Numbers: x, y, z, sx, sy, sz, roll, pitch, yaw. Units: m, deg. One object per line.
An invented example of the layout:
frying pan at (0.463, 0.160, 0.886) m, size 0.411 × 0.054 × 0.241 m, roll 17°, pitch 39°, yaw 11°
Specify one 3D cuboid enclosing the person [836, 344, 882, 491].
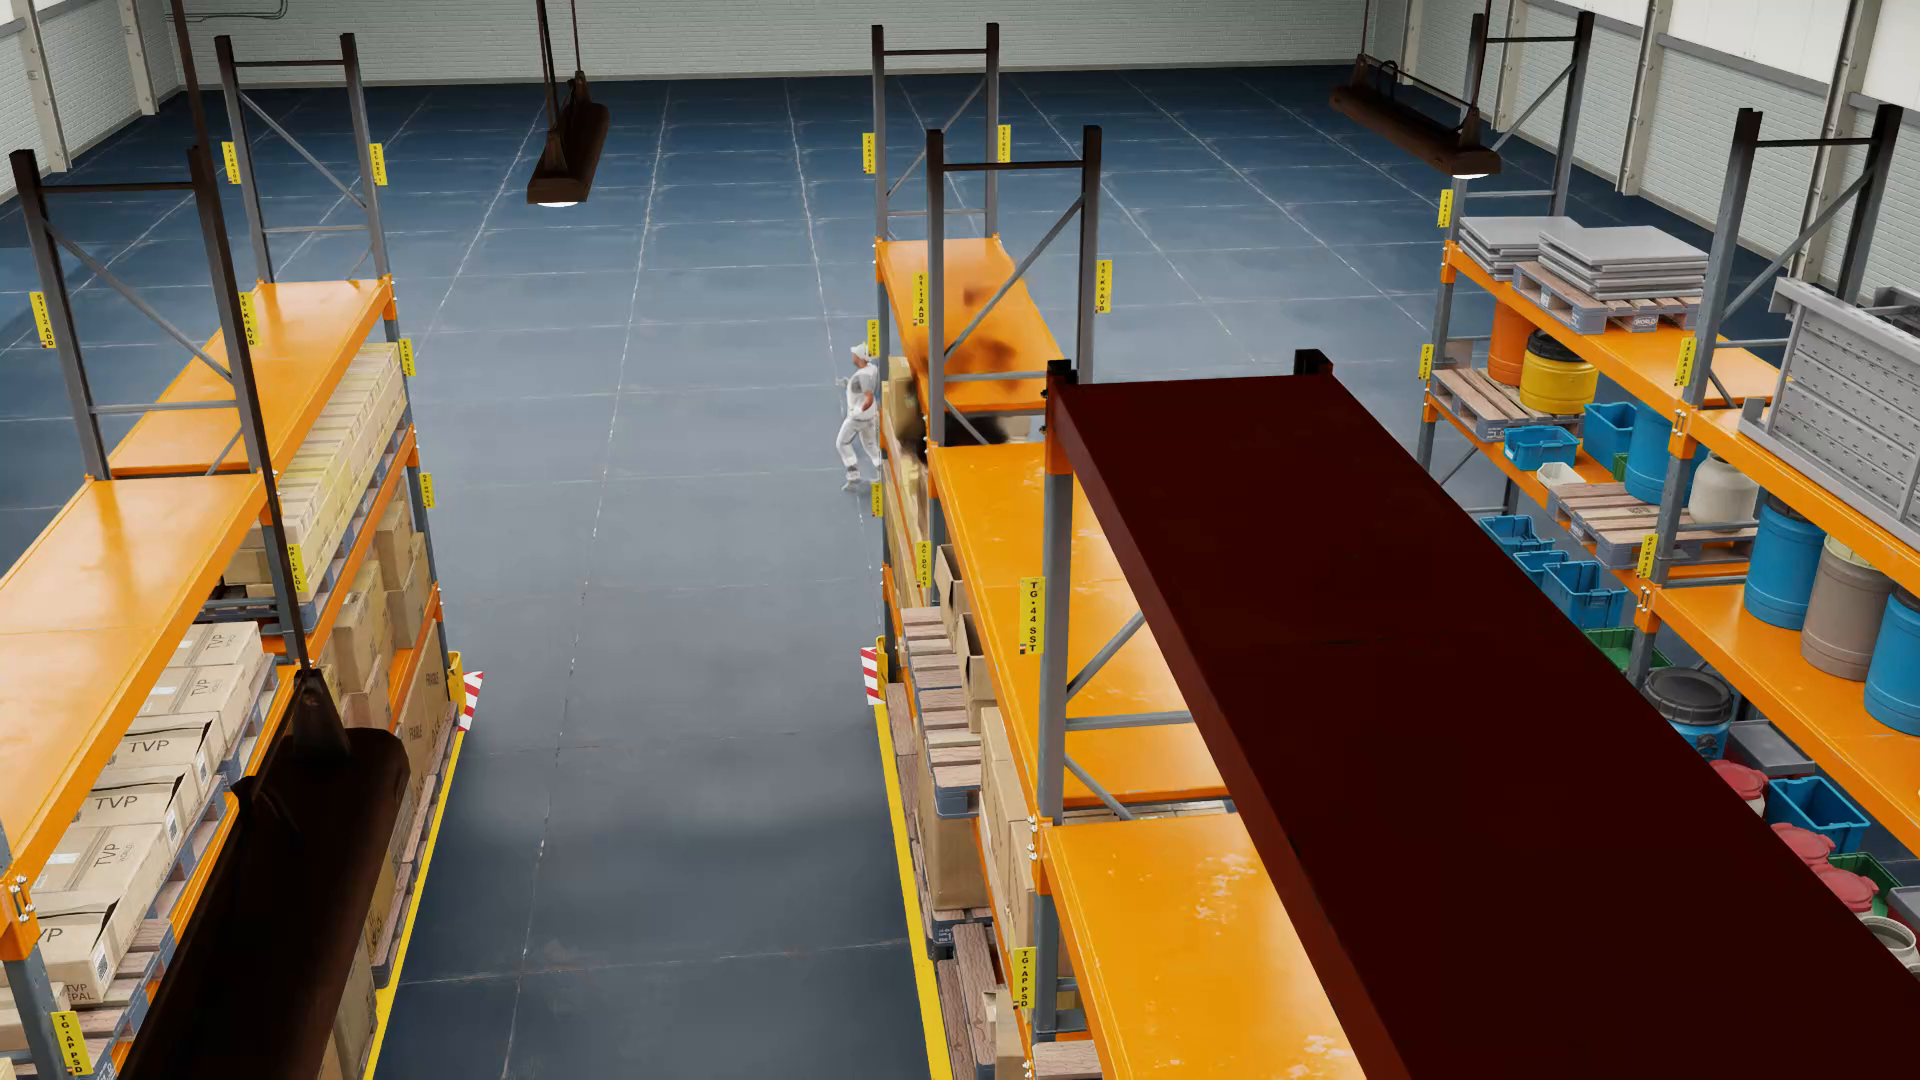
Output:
person at (-1.155, -1.413, 19.400) m, size 0.720 × 1.839 × 0.631 m, roll 10°, pitch 27°, yaw 21°
